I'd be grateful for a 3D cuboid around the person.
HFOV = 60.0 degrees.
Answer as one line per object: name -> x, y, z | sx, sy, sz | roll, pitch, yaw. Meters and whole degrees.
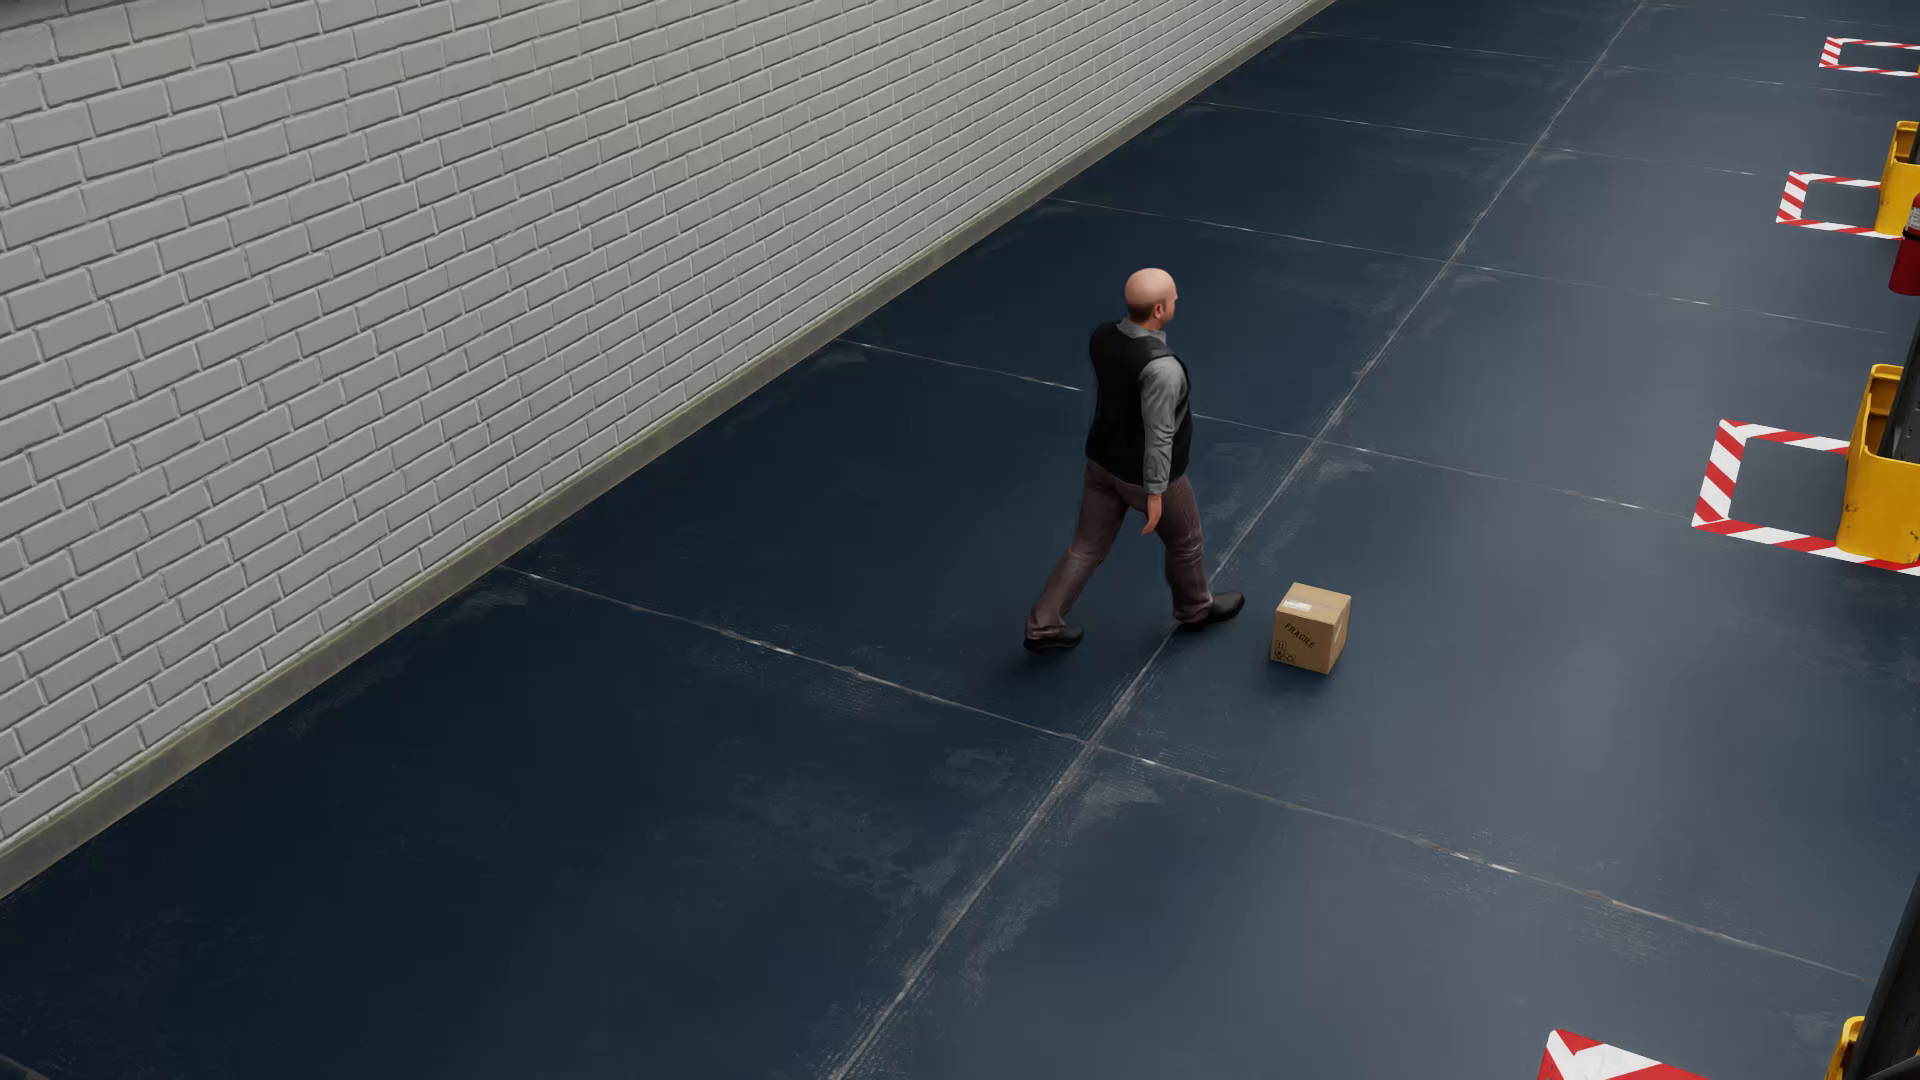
person -> 0.735, -0.306, 6.714 | 1.024, 1.685, 0.559 | -19, 35, -30
